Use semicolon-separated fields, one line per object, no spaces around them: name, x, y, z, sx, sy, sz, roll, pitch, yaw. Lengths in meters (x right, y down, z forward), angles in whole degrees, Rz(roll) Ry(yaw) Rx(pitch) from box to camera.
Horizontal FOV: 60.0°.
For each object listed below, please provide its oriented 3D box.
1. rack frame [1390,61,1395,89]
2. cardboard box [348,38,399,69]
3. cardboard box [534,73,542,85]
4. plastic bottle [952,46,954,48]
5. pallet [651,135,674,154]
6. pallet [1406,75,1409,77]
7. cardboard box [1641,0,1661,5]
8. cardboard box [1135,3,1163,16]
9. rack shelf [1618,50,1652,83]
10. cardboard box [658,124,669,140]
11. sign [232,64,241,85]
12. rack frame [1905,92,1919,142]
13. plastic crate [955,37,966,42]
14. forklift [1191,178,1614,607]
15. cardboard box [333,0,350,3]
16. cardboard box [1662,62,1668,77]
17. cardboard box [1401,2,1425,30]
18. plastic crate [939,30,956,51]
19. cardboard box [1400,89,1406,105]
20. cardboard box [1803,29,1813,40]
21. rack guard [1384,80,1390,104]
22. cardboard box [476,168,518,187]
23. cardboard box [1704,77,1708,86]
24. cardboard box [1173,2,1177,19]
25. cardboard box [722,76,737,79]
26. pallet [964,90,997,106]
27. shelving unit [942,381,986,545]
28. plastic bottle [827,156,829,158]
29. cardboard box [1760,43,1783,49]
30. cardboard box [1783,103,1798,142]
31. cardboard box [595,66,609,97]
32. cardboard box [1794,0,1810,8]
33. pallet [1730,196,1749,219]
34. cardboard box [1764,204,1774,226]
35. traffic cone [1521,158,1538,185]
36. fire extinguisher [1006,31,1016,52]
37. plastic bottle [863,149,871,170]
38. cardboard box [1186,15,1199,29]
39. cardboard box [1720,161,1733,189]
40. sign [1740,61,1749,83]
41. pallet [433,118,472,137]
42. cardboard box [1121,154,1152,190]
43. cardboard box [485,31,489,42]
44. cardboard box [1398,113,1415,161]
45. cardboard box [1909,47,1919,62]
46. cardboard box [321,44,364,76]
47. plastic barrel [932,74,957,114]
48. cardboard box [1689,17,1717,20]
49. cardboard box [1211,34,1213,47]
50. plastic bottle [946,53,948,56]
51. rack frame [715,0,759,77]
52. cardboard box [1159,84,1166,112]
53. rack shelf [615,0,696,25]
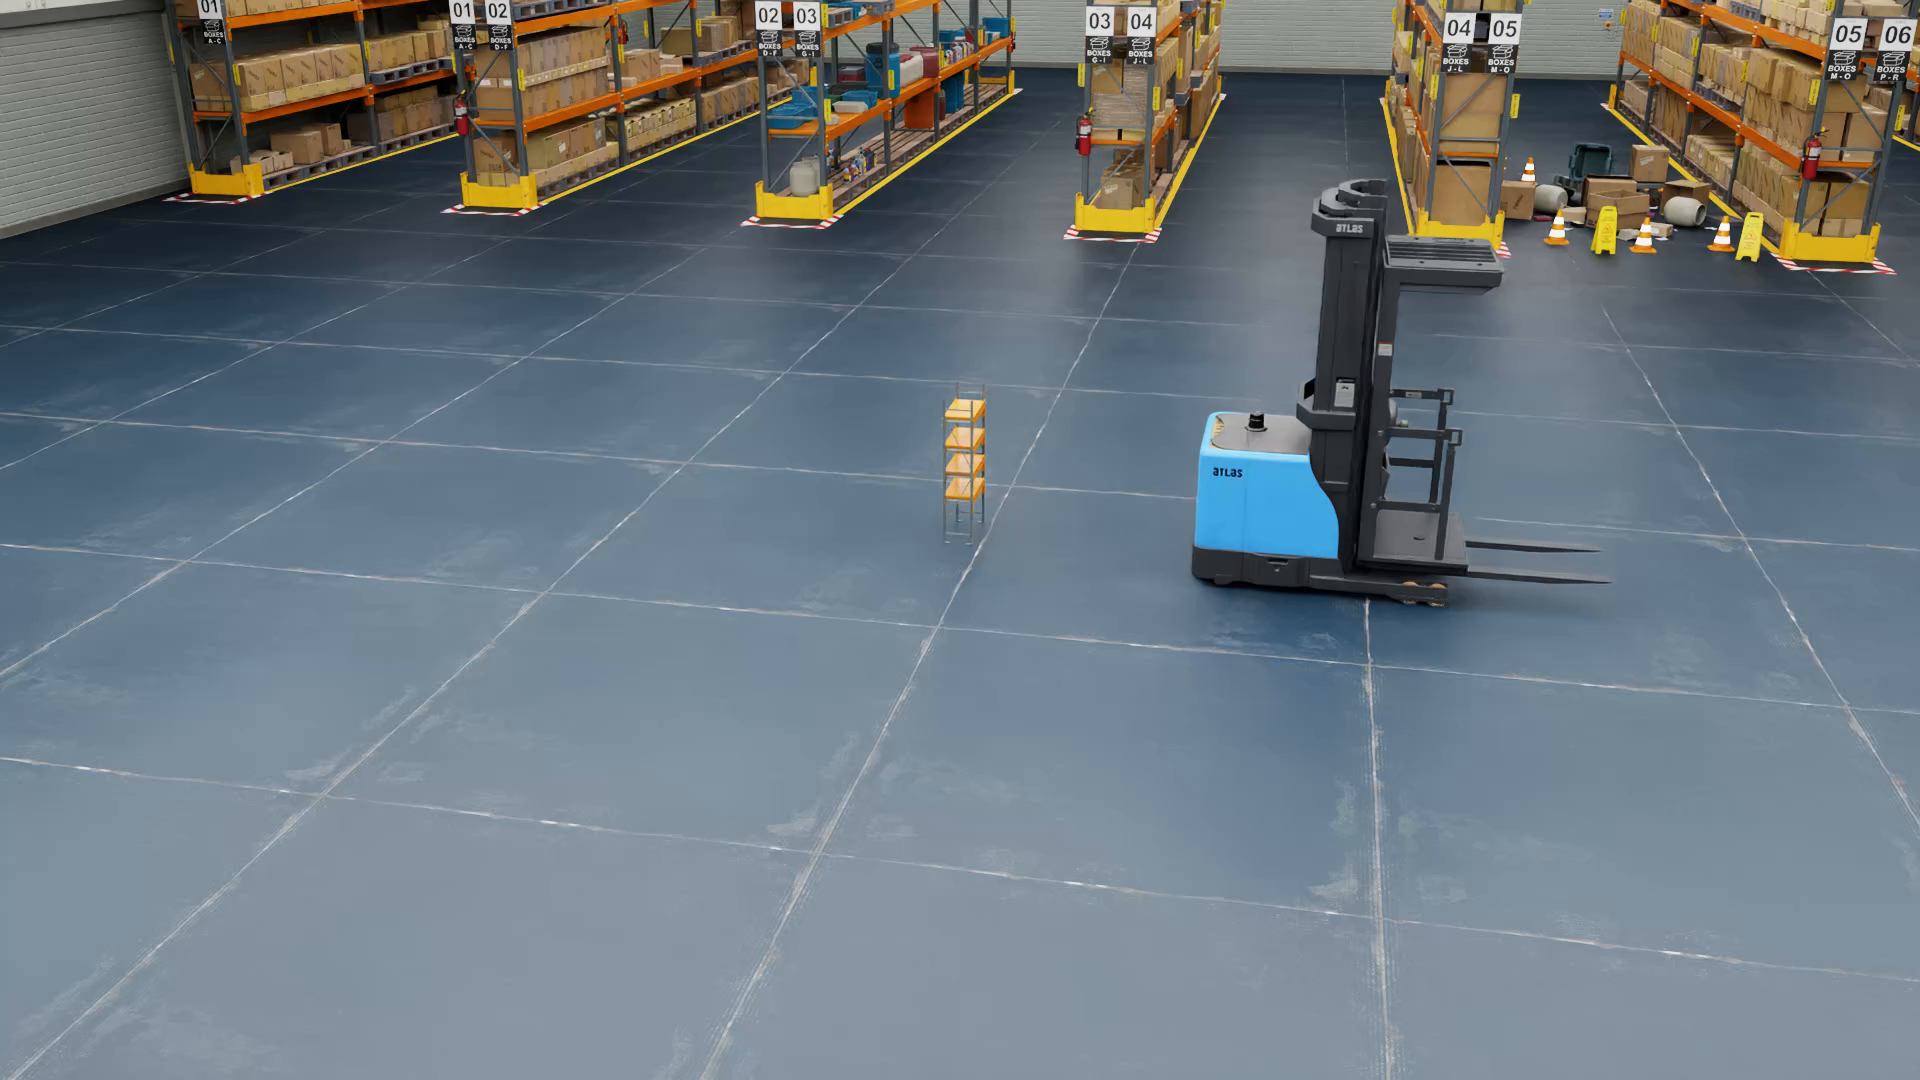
rack frame;10.408;-11.472;37.853;1.000;3.000;0.127;4;22;11
cardboard box;-11.164;-9.269;31.660;0.700;0.500;0.500;7;23;16
cardboard box;-6.994;-7.454;26.874;0.380;0.149;0.250;5;22;11
plastic bottle;-0.159;-10.258;35.010;0.097;0.271;0.097;0;22;0
pallet;-6.214;-7.681;32.173;1.003;0.211;1.213;4;22;11
pallet;9.140;-9.184;32.429;1.003;0.211;1.213;4;22;11
cardboard box;14.652;-11.360;35.235;0.380;0.149;0.250;5;22;11
cardboard box;2.739;-7.712;24.170;0.380;0.149;0.250;5;22;12
rack shelf;14.867;-10.066;35.326;1.077;0.370;4.000;4;22;11
cardboard box;-5.934;-7.865;32.016;0.500;0.250;0.500;5;22;12
sign;-11.708;-7.528;26.902;0.100;0.325;0.005;4;22;11
rack frame;19.319;-9.291;32.439;1.000;3.000;0.127;4;22;11
plastic crate;-0.031;-11.367;37.865;0.293;0.136;0.466;4;22;11
forklift;3.318;-1.088;12.162;3.031;2.935;1.130;5;22;11
cardboard box;-11.284;-9.873;29.708;0.500;0.500;0.500;5;22;12
cardboard box;13.886;-9.082;32.121;0.500;0.250;0.500;4;22;10
cardboard box;9.423;-10.849;34.437;0.500;0.500;0.500;4;22;9
plastic crate;-0.330;-11.018;36.669;0.392;0.384;0.575;4;22;11
cardboard box;8.968;-8.761;32.901;0.500;0.250;0.500;5;23;13
cardboard box;12.036;-7.077;23.261;0.380;0.149;0.250;4;22;10
rack guard;10.393;-10.284;38.250;1.175;0.500;0.348;4;22;11
cardboard box;-7.569;-5.930;27.210;0.500;0.250;0.500;4;22;11
cardboard box;13.202;-7.982;28.961;0.380;0.149;0.250;3;22;7
cardboard box;3.170;-8.443;26.518;0.500;0.250;0.500;5;22;12
cardboard box;-5.277;-10.067;37.121;0.500;0.500;0.500;3;22;8
pallet;0.267;-10.227;38.495;1.003;0.211;1.213;4;22;11
shelving unit;0.034;-0.617;13.310;0.258;1.200;0.503;4;22;11
plastic bottle;-2.334;-6.518;28.510;0.144;0.351;0.185;4;22;9
cardboard box;13.585;-8.266;27.930;0.380;0.149;0.250;3;22;8
cardboard box;11.958;-5.866;23.403;0.500;0.500;0.500;5;22;11
cardboard box;-6.657;-8.138;29.442;0.700;0.500;0.500;4;22;10
cardboard box;12.070;-7.634;23.578;0.380;0.149;0.250;5;22;12
pallet;12.724;-5.201;26.015;1.003;0.211;1.213;4;22;11
cardboard box;12.025;-4.704;24.167;0.500;0.250;0.500;5;22;11
traffic cone;9.712;-6.282;28.361;0.336;0.463;0.334;4;22;11
fire extinguisher;1.200;-12.076;39.956;0.296;0.674;0.183;4;22;11
plastic bottle;-1.613;-6.523;28.523;0.144;0.351;0.185;3;22;8
cardboard box;4.372;-10.223;33.275;0.797;0.503;0.637;5;23;13
cardboard box;12.931;-5.910;27.000;0.950;0.372;0.625;5;22;12
sign;12.282;-7.321;25.996;0.100;0.325;0.005;4;22;11
pallet;-10.767;-8.515;34.243;1.003;0.211;1.213;4;22;11
cardboard box;2.845;-5.947;26.919;0.500;0.500;0.500;2;22;6
cardboard box;-10.141;-10.636;35.220;0.500;0.500;0.500;5;23;13
cardboard box;8.388;-7.161;29.599;1.050;0.750;0.750;5;22;12
cardboard box;19.271;-9.749;33.378;0.500;0.250;0.500;5;22;11
cardboard box;-11.216;-8.722;30.195;0.500;0.500;0.500;4;22;11
plastic barrel;-0.364;-9.566;35.368;0.600;0.901;0.708;4;22;11
cardboard box;14.613;-9.996;32.716;0.500;0.500;0.500;5;23;13
cardboard box;5.216;-10.826;36.051;0.500;0.250;0.500;4;22;11
plastic bottle;-0.284;-9.755;33.763;0.097;0.271;0.097;0;22;0
rack frame;-4.940;-11.180;37.129;1.000;3.000;0.127;4;22;11
cardboard box;2.832;-7.152;26.594;0.875;0.500;0.500;4;22;11
rack shelf;-6.164;-10.044;31.255;1.077;0.370;4.000;4;22;11
